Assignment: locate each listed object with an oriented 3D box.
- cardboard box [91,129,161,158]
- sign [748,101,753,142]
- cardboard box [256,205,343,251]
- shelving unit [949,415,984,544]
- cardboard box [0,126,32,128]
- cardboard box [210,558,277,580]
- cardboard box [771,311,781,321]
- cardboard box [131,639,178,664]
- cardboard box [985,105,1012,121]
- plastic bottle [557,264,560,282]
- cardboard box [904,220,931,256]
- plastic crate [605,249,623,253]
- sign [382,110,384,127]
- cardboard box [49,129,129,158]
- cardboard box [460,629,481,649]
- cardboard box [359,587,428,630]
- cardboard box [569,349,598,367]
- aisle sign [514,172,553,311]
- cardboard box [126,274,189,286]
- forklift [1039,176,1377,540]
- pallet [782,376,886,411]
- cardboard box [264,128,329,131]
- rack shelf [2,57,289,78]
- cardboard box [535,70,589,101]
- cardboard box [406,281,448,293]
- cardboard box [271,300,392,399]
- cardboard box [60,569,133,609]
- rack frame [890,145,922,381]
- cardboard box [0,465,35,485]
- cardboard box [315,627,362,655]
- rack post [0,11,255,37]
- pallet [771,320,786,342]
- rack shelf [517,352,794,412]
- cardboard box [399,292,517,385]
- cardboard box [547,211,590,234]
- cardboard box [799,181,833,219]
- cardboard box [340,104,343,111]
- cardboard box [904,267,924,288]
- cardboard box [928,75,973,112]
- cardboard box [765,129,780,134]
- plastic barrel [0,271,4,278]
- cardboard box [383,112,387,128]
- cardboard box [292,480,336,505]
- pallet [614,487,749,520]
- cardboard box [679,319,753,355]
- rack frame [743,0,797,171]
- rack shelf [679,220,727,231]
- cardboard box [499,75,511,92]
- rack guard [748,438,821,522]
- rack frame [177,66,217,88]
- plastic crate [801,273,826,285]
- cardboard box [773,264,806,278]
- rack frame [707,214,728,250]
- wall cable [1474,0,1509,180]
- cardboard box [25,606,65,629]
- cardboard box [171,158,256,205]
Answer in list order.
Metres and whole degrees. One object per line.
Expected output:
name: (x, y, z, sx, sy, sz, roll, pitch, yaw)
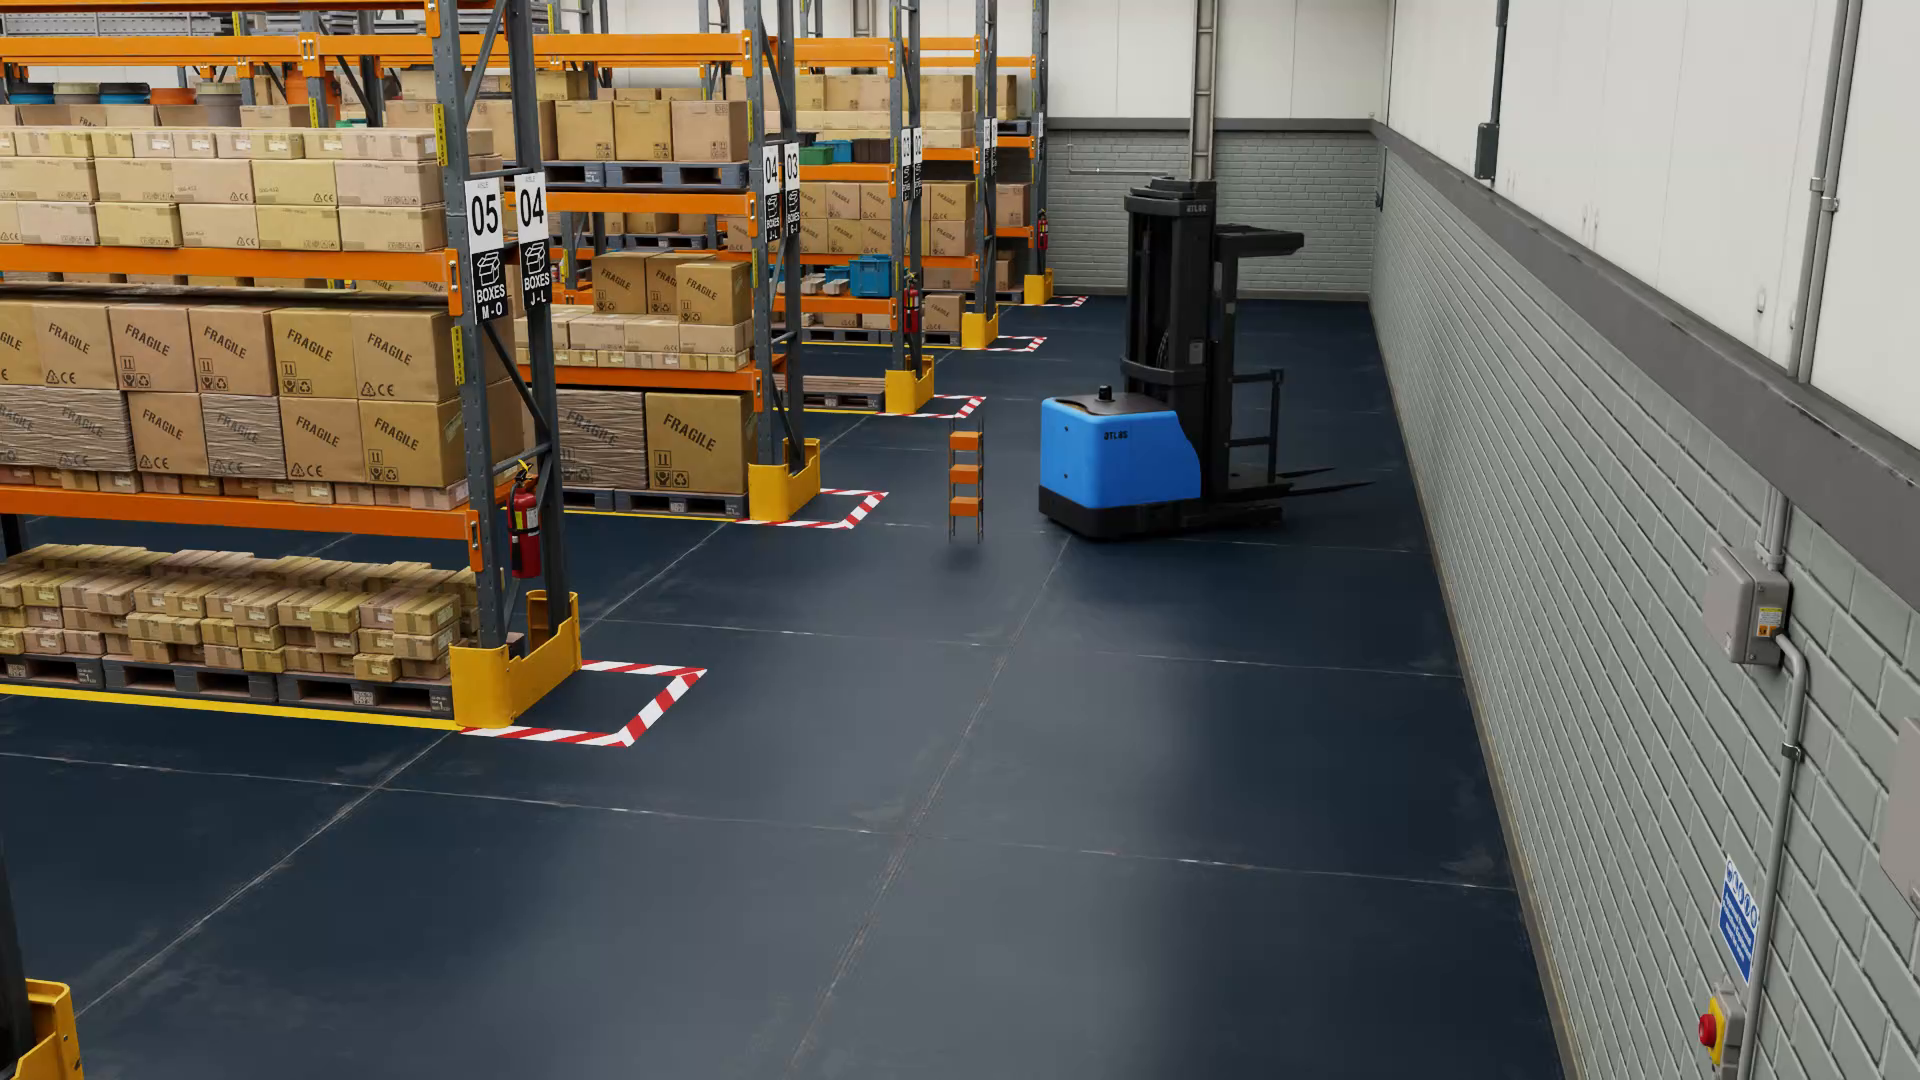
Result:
cardboard box: (-4.838, -2.319, 9.723, 0.250, 0.149, 0.380, 3, 16, 9)
sign: (-1.727, -3.457, 13.722, 0.005, 0.325, 0.100, 3, 16, 11)
cardboard box: (-3.692, -1.825, 9.624, 0.500, 0.250, 0.500, 3, 16, 11)
shelving unit: (0.052, -0.503, 13.842, 0.252, 1.050, 0.215, 3, 16, 11)
cardboard box: (-5.990, -2.534, 10.500, 0.250, 0.149, 0.380, 4, 16, 13)
cardboard box: (-4.697, 0.243, 10.934, 0.250, 0.149, 0.380, 3, 16, 11)
cardboard box: (-2.932, -3.619, 25.296, 0.500, 0.500, 0.500, 3, 16, 11)
cardboard box: (-5.040, 0.649, 10.584, 0.250, 0.149, 0.380, 3, 16, 10)
cardboard box: (0.586, -7.244, 28.214, 0.500, 0.250, 0.500, 4, 16, 13)
plastic bottle: (-4.943, -3.354, 20.700, 0.133, 0.283, 0.061, 3, 16, 11)
cardboard box: (-0.629, -4.382, 24.007, 0.500, 0.500, 0.500, 3, 16, 12)
plastic crate: (-4.012, -3.358, 20.412, 0.575, 0.384, 0.392, 3, 16, 11)
sign: (-5.416, -3.855, 15.553, 0.005, 0.325, 0.100, 3, 16, 11)
cardboard box: (-5.097, -2.329, 9.761, 0.250, 0.149, 0.380, 4, 16, 14)
cardboard box: (-3.142, 0.588, 10.803, 0.250, 0.149, 0.380, 3, 16, 12)
cardboard box: (-3.496, 0.423, 10.285, 0.250, 0.149, 0.380, 3, 16, 12)
cardboard box: (-3.275, -1.643, 14.775, 0.250, 0.149, 0.380, 3, 16, 11)
aisle sign: (-2.561, -1.799, 9.998, 0.004, 0.787, 0.394, 3, 16, 11)
cardboard box: (-7.435, -2.608, 15.723, 0.637, 0.503, 0.797, 4, 16, 13)
forklift: (2.257, -1.648, 14.450, 3.031, 2.935, 1.130, -7, 17, -23)
pallet: (-1.418, -1.770, 19.985, 1.213, 0.211, 1.003, 3, 16, 11)
cardboard box: (-3.974, -2.406, 10.036, 0.250, 0.149, 0.380, 4, 16, 13)
rack shelf: (-10.417, -5.943, 20.687, 4.000, 0.370, 1.077, 3, 16, 11)
cardboard box: (-3.582, -3.979, 14.554, 0.500, 0.250, 0.500, 3, 16, 9)
cardboard box: (-4.625, -2.288, 14.953, 0.500, 0.500, 0.500, 3, 16, 11)
cardboard box: (-3.687, -1.131, 9.839, 0.500, 0.500, 0.500, 3, 16, 9)
cardboard box: (-5.540, 0.312, 10.687, 0.250, 0.149, 0.380, 3, 16, 10)
rack frame: (-0.618, -3.059, 19.418, 0.127, 3.000, 1.000, 3, 16, 11)
cardboard box: (-5.860, -0.468, 10.533, 0.250, 0.149, 0.380, 2, 16, 9)
cardboard box: (-3.776, 0.576, 10.290, 0.250, 0.149, 0.380, 2, 16, 9)
rack post: (-10.430, -6.603, 20.598, 3.121, 1.000, 1.013, 3, 16, 11)
pallet: (-2.874, -3.187, 25.102, 1.213, 0.211, 1.003, 3, 16, 11)
rack shelf: (-3.565, -1.523, 15.220, 4.000, 0.370, 1.077, 3, 16, 11)
cardboard box: (-3.079, -1.238, 10.226, 0.500, 0.500, 0.500, 3, 16, 11)
cardboard box: (-5.969, -4.928, 25.191, 0.500, 0.500, 0.700, 6, 17, 22)
cardboard box: (-2.132, -4.944, 24.162, 0.500, 0.500, 0.500, 3, 16, 9)
cardboard box: (-11.440, -7.785, 30.634, 0.500, 0.500, 0.500, 2, 16, 6)
cardboard box: (-0.857, -4.739, 29.379, 0.500, 0.500, 0.700, 3, 16, 12)
cardboard box: (-0.134, -6.354, 23.631, 0.500, 0.500, 0.700, 3, 16, 11)
cardboard box: (-2.631, -5.823, 24.055, 0.500, 0.250, 0.500, 3, 16, 11)
plastic barrel: (-12.059, -3.839, 21.295, 0.708, 0.901, 0.600, 3, 16, 11)
cardboard box: (-8.440, -6.389, 25.312, 0.500, 0.250, 0.500, 4, 16, 13)
cardboard box: (-3.808, -0.334, 10.049, 0.250, 0.149, 0.380, 4, 16, 13)
pallet: (-2.404, -0.442, 15.192, 1.213, 0.211, 1.003, 3, 16, 11)
cardboard box: (-2.133, -1.791, 14.563, 0.500, 0.250, 0.500, 3, 16, 10)
rack frame: (-1.605, -4.655, 13.939, 0.127, 3.000, 1.000, 3, 16, 11)
rack shelf: (-4.523, -5.623, 30.022, 4.000, 0.370, 1.077, 3, 16, 11)
cardboard box: (-6.541, -6.704, 24.896, 0.500, 0.500, 0.500, 3, 16, 11)
rack guard: (-1.581, -0.558, 15.069, 0.348, 0.500, 1.175, 3, 16, 11)
rack frame: (-14.323, -9.393, 31.045, 0.127, 3.000, 1.000, 3, 16, 11)
plastic crate: (-1.757, -3.135, 20.073, 0.298, 0.136, 0.250, 3, 16, 11)
cardboard box: (-3.226, -5.031, 29.775, 0.750, 0.750, 0.750, 3, 16, 12)
rack frame: (-3.547, -4.568, 24.863, 0.127, 3.000, 1.000, 3, 16, 11)
wall cable: (3.249, -5.003, 9.169, 0.120, 5.999, 2.277, 3, 16, 11)
cardboard box: (-5.809, 0.440, 10.780, 0.250, 0.149, 0.380, 3, 16, 11)
cardboard box: (-4.197, -2.099, 9.674, 0.500, 0.250, 0.500, 3, 16, 12)
